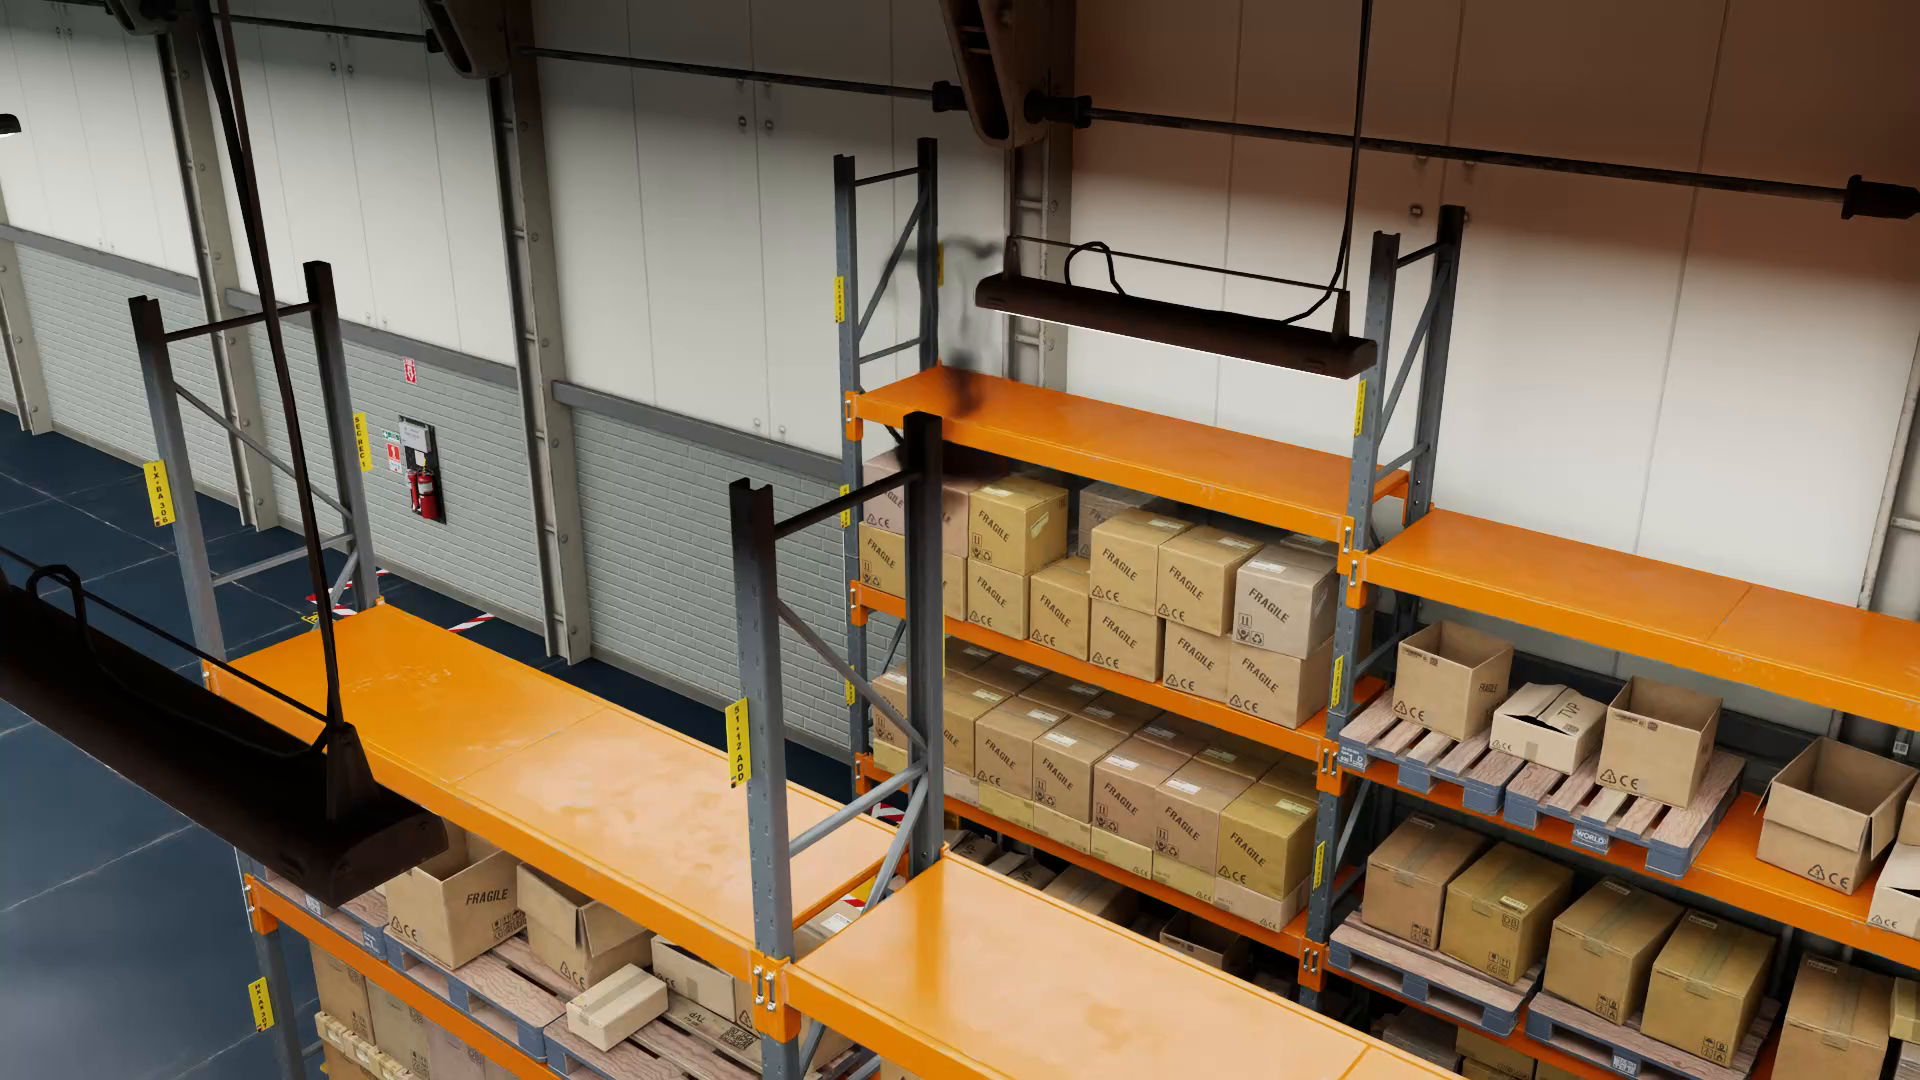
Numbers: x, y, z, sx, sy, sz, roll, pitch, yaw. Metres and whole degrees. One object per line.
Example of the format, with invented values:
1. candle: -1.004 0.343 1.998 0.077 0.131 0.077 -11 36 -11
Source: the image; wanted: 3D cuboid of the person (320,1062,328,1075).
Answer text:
1. person: -4.012 2.967 11.284 0.879 1.744 0.735 -6 23 -13
